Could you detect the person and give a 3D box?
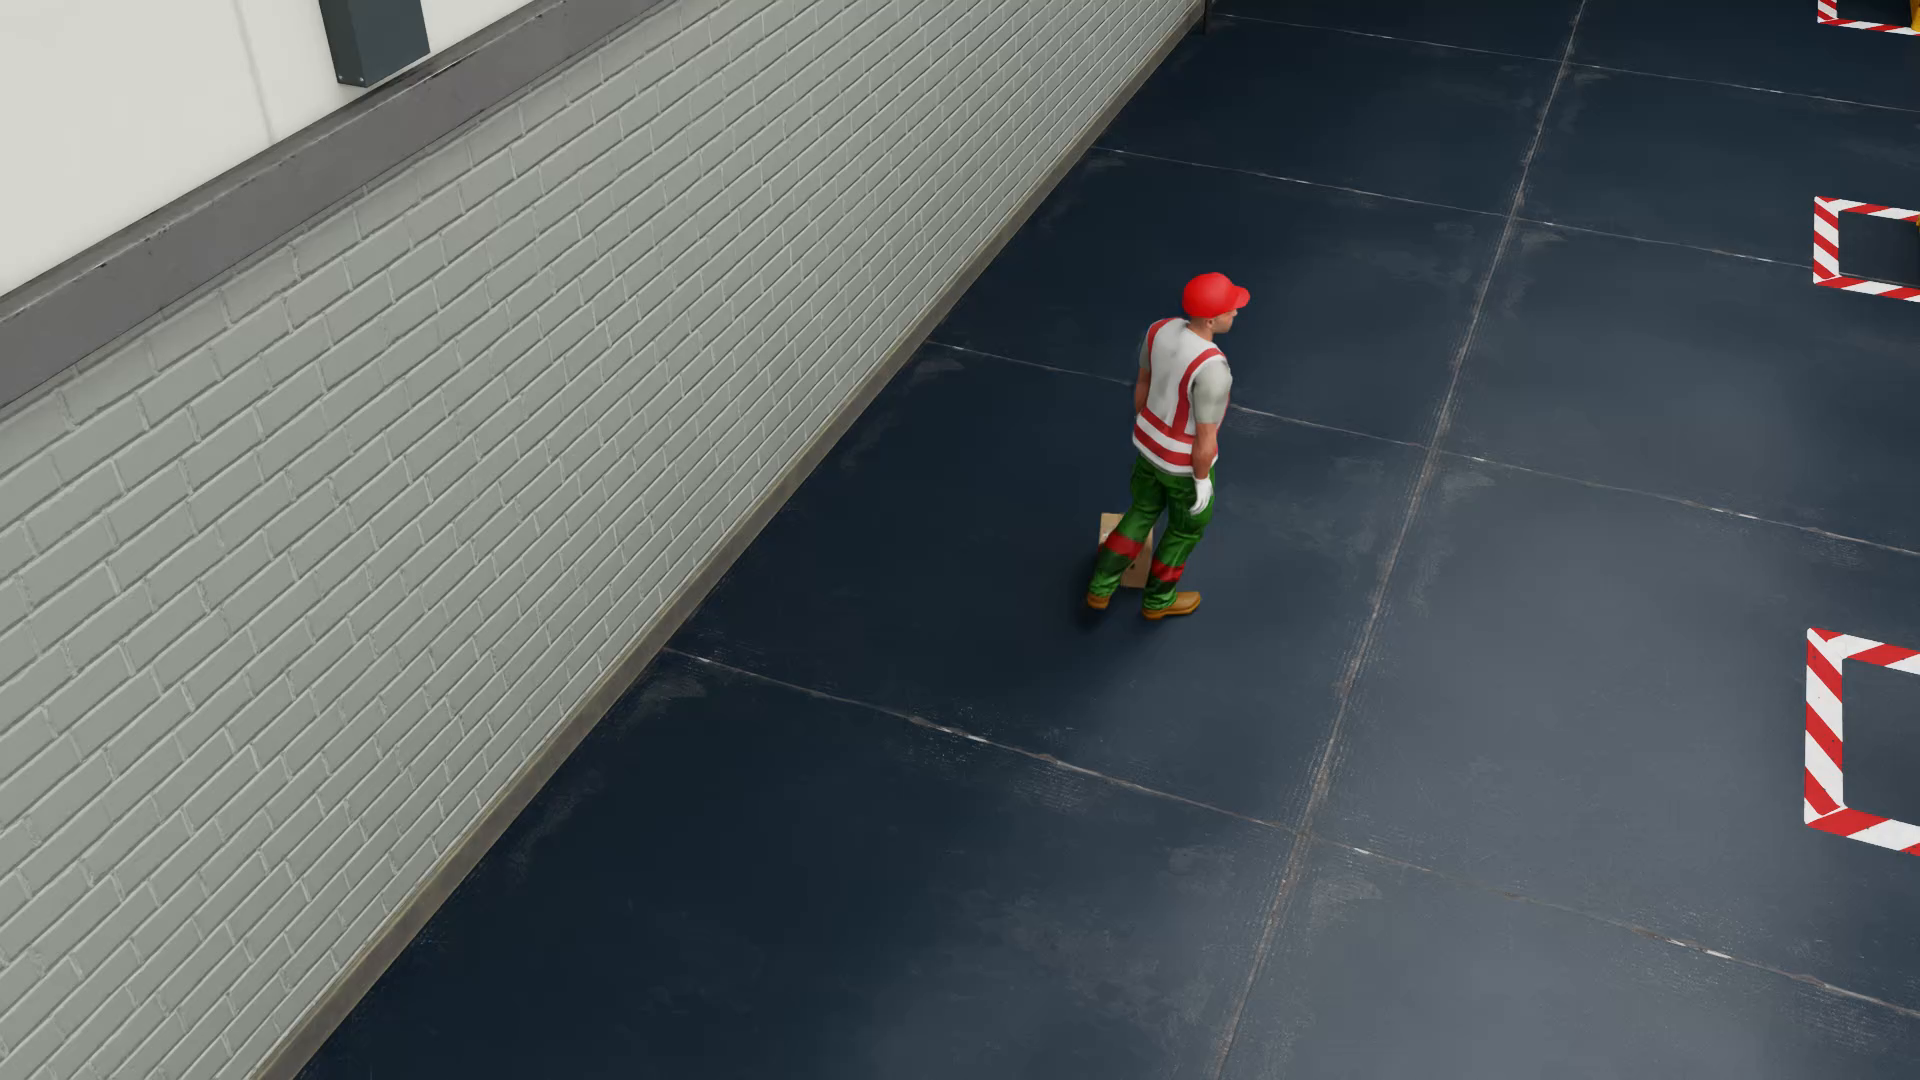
[{"bbox_3d":[0.886,-0.362,7.280,0.578,1.778,0.579,-19,41,-24],"label":"person"}]
